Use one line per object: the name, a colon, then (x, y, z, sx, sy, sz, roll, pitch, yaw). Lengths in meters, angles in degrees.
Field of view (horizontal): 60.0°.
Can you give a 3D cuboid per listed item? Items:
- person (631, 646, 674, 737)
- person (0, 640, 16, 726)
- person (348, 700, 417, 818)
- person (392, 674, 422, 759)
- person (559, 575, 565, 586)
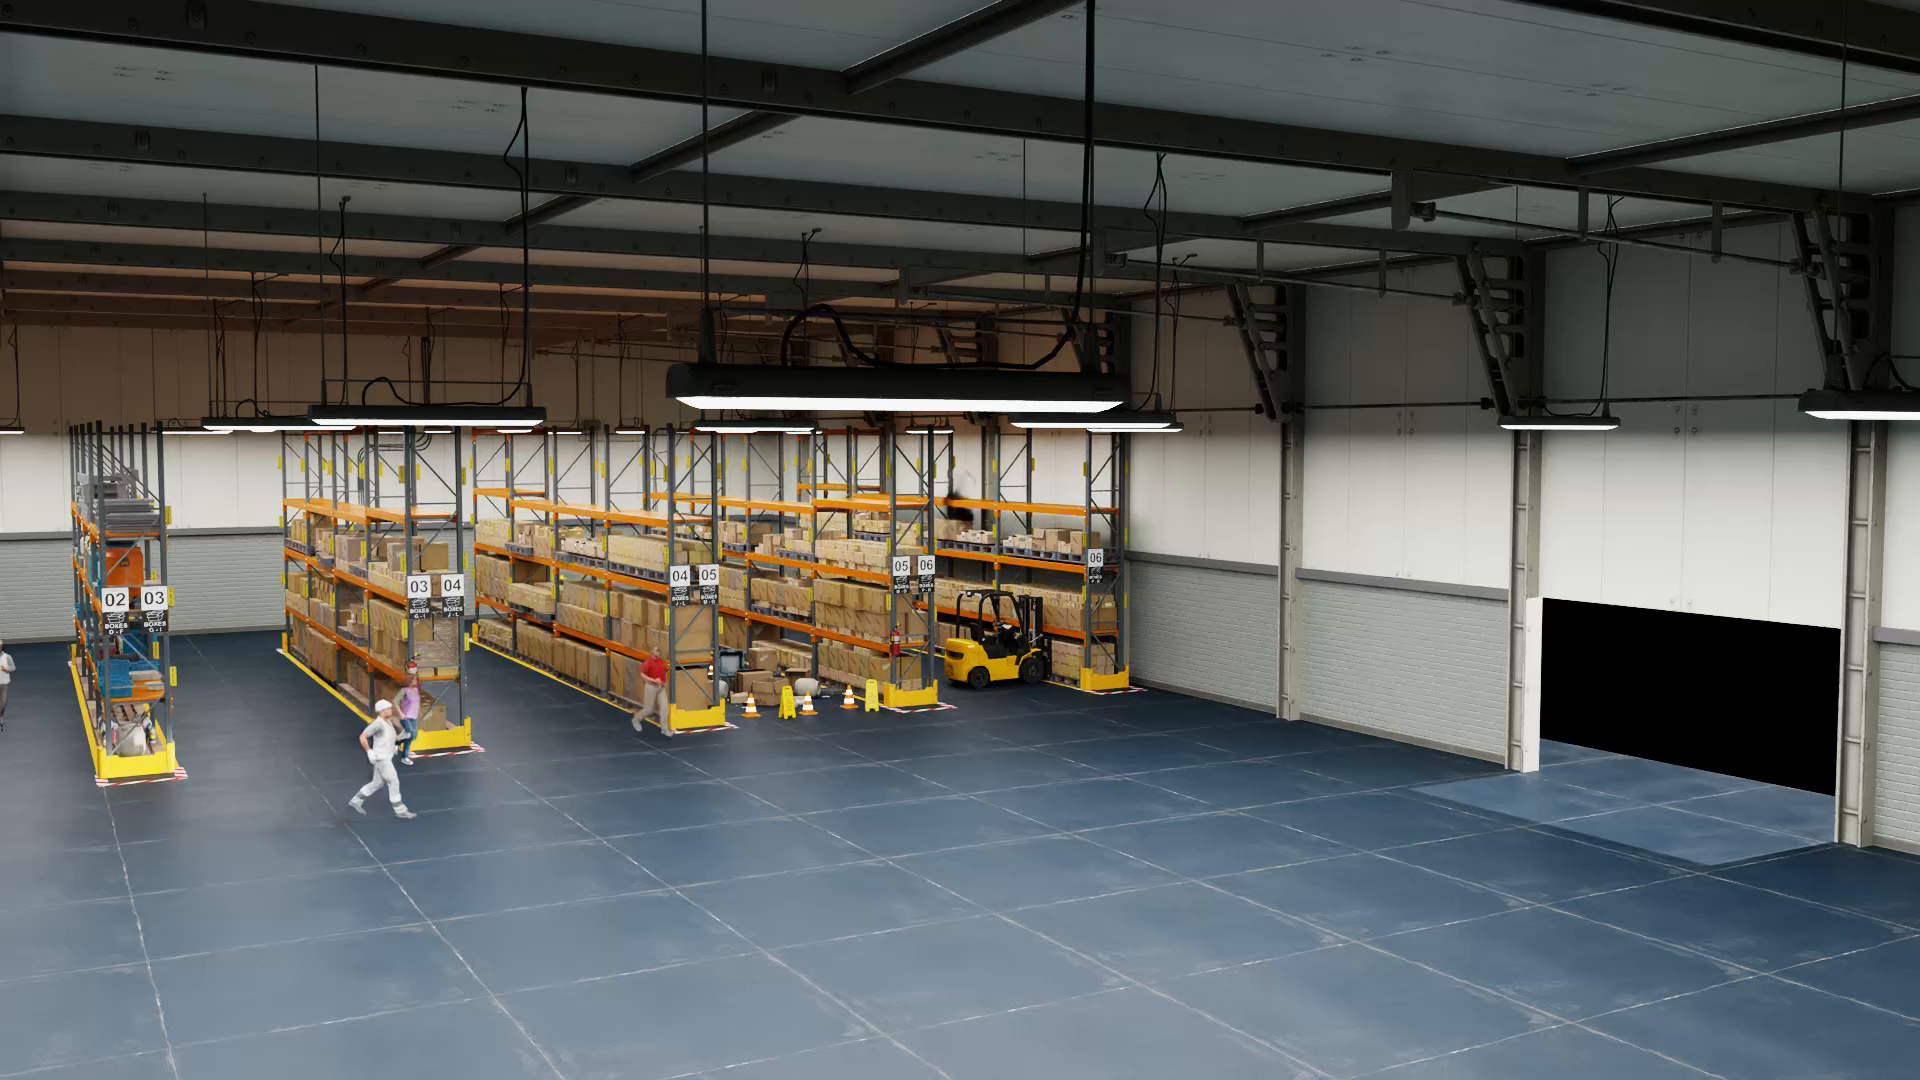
person: (-5.867, 2.893, 31.908, 0.987, 1.728, 0.674, 2, 4, 32)
person: (-18.767, 2.824, 32.410, 0.633, 1.822, 0.825, -3, 5, -41)
person: (-8.611, 3.261, 24.751, 1.004, 1.777, 0.662, 0, 4, -7)
person: (-9.783, 3.102, 29.381, 0.545, 1.454, 0.584, 2, 4, 25)
person: (-11.478, 1.874, 49.266, 1.026, 1.715, 0.745, -3, 4, -36)
